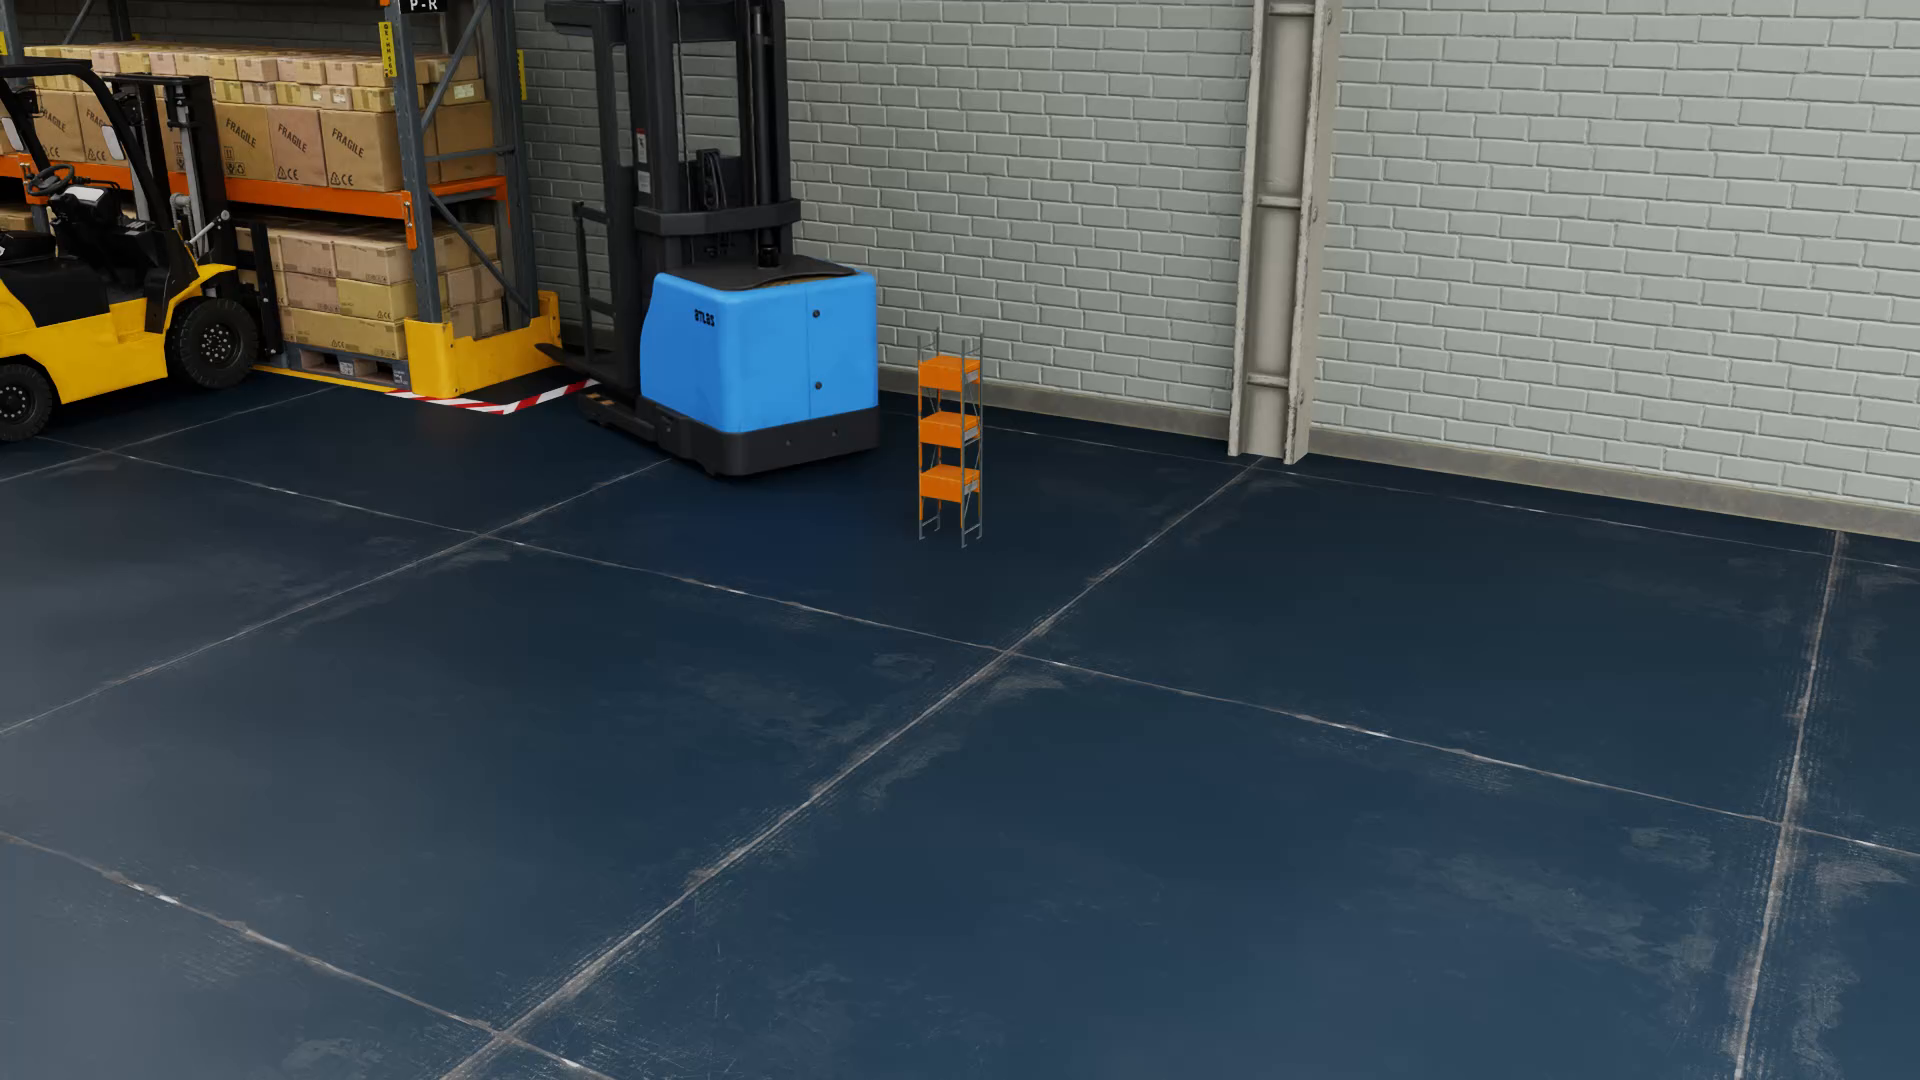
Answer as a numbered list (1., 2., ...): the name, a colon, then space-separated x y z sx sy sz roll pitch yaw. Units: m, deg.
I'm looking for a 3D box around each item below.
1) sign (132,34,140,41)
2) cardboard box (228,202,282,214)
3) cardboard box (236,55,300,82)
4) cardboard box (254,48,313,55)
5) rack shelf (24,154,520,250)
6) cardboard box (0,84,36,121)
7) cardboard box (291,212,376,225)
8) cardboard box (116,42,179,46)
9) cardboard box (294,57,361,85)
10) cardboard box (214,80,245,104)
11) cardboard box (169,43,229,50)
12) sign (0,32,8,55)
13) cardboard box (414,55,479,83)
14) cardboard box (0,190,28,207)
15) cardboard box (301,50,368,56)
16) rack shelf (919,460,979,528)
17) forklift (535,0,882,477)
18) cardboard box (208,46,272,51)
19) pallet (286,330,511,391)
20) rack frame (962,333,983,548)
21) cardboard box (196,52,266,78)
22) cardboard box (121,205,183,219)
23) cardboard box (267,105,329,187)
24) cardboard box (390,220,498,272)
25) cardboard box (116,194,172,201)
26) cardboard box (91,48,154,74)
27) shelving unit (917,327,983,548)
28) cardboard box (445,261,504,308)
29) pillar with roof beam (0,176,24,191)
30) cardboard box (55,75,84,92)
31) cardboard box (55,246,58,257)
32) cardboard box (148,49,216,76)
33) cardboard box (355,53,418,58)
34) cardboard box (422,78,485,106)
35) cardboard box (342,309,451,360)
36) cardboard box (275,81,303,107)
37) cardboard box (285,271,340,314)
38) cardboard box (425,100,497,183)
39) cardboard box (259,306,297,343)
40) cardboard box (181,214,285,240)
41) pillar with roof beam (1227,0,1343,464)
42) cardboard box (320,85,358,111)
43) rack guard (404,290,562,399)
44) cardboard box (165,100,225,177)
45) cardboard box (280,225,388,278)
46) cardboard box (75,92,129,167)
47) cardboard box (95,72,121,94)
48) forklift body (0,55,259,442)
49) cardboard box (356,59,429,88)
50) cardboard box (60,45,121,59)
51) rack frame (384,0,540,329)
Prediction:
1. sign: -6.480 -3.811 13.085 0.005 0.325 0.100 11 23 27
2. cardboard box: -5.340 -2.384 12.487 0.500 0.250 0.500 11 23 28
3. cardboard box: -4.607 -3.165 11.158 0.250 0.149 0.380 11 23 29
4. cardboard box: -4.782 -3.413 11.840 0.250 0.149 0.380 11 23 28
5. rack shelf: -5.003 -2.530 11.996 4.000 0.370 1.077 11 23 27
6. cardboard box: -7.303 -3.371 12.746 0.500 0.250 0.500 10 22 26
7. cardboard box: -4.454 -2.215 12.023 0.500 0.250 0.500 11 22 27
8. cardboard box: -6.124 -3.675 12.564 0.250 0.149 0.380 10 22 26
9. cardboard box: -4.145 -3.091 10.955 0.250 0.149 0.380 11 23 28
10. cardboard box: -4.828 -3.068 11.326 0.250 0.149 0.380 11 23 28
11. cardboard box: -5.638 -3.612 12.391 0.250 0.149 0.380 10 22 26
12. sign: -7.005 -3.545 12.157 0.005 0.325 0.100 11 23 27
13. cardboard box: -3.446 -3.147 11.107 0.250 0.149 0.380 10 22 26
14. cardboard box: -7.884 -2.497 13.716 0.625 0.625 0.875 11 22 27
15. cardboard box: -4.347 -3.322 11.590 0.250 0.149 0.380 12 23 29
16. rack shelf: -0.047 -0.231 8.309 0.240 0.259 0.215 11 23 27
17. forklift: -1.743 -2.167 10.041 1.130 2.935 3.031 -14 24 -34
18. cardboard box: -5.221 -3.507 12.100 0.250 0.149 0.380 11 22 27
19. pallet: -3.945 -1.340 11.748 1.213 0.211 1.003 11 23 27
20. rack frame: 0.060 -0.482 8.155 0.008 1.050 0.200 11 23 27
21. cardboard box: -5.015 -3.278 11.468 0.250 0.149 0.380 11 23 28
22. cardboard box: -6.038 -2.314 12.295 0.500 0.250 0.500 11 23 27
23. cardboard box: -4.263 -2.675 11.195 0.500 0.500 0.500 12 23 29
24. cardboard box: -3.584 -2.047 11.559 0.500 0.250 0.500 10 22 26
25. cardboard box: -6.225 -2.551 12.950 0.500 0.250 0.500 11 23 28
26. cardboard box: -5.941 -3.422 11.865 0.250 0.149 0.380 11 23 28
27. shelving unit: -0.047 -0.502 8.211 0.252 1.050 0.215 11 23 27
28. cardboard box: -3.566 -1.816 11.655 0.500 0.250 0.500 11 23 28
29. pillar with roof beam: -10.763 -5.456 10.210 0.400 9.000 9.100 11 23 27
30. cardboard box: -6.372 -3.379 12.183 0.250 0.149 0.380 11 23 29
31. cardboard box: -6.477 -2.168 12.627 0.500 0.250 0.500 11 23 27
32. cardboard box: -5.452 -3.361 11.697 0.250 0.149 0.380 11 23 27
33. cardboard box: -3.896 -3.240 11.364 0.250 0.149 0.380 11 23 28
34. cardboard box: -3.427 -3.021 11.197 0.250 0.149 0.380 10 22 26
35. cardboard box: -3.821 -1.425 11.310 0.500 0.250 0.500 11 23 28
36. cardboard box: -4.342 -3.001 11.143 0.250 0.149 0.380 11 22 27
37. cardboard box: -4.267 -1.750 11.474 0.500 0.250 0.500 11 22 27
38. cardboard box: -3.554 -2.748 11.394 0.500 0.500 0.500 12 23 29
39. cardboard box: -4.683 -1.596 11.782 0.500 0.250 0.500 11 23 28
40. cardboard box: -5.144 -2.145 11.829 0.500 0.250 0.500 10 22 26
41. pillar with roof beam: -0.287 -3.461 4.709 0.400 9.000 9.100 11 23 27
42. cardboard box: -3.934 -2.895 10.851 0.250 0.149 0.380 11 23 28
43. rack guard: -3.236 -1.357 11.372 0.348 0.500 1.175 11 23 27
44. cardboard box: -5.155 -2.841 11.651 0.500 0.500 0.500 11 23 28
45. cardboard box: -4.260 -1.977 11.368 0.500 0.250 0.500 11 23 28
46. cardboard box: -6.026 -3.015 12.130 0.500 0.500 0.500 11 23 28
47. cardboard box: -5.952 -3.281 11.913 0.250 0.149 0.380 11 23 28
48. forklift body: -5.802 -1.909 10.473 1.214 2.155 2.313 11 23 27
49. cardboard box: -3.673 -3.024 10.769 0.250 0.149 0.380 11 23 27
50. cardboard box: -6.334 -3.540 12.191 0.250 0.149 0.380 11 23 28
51. rack frame: -3.257 -2.536 10.957 0.127 3.000 1.000 11 23 27
